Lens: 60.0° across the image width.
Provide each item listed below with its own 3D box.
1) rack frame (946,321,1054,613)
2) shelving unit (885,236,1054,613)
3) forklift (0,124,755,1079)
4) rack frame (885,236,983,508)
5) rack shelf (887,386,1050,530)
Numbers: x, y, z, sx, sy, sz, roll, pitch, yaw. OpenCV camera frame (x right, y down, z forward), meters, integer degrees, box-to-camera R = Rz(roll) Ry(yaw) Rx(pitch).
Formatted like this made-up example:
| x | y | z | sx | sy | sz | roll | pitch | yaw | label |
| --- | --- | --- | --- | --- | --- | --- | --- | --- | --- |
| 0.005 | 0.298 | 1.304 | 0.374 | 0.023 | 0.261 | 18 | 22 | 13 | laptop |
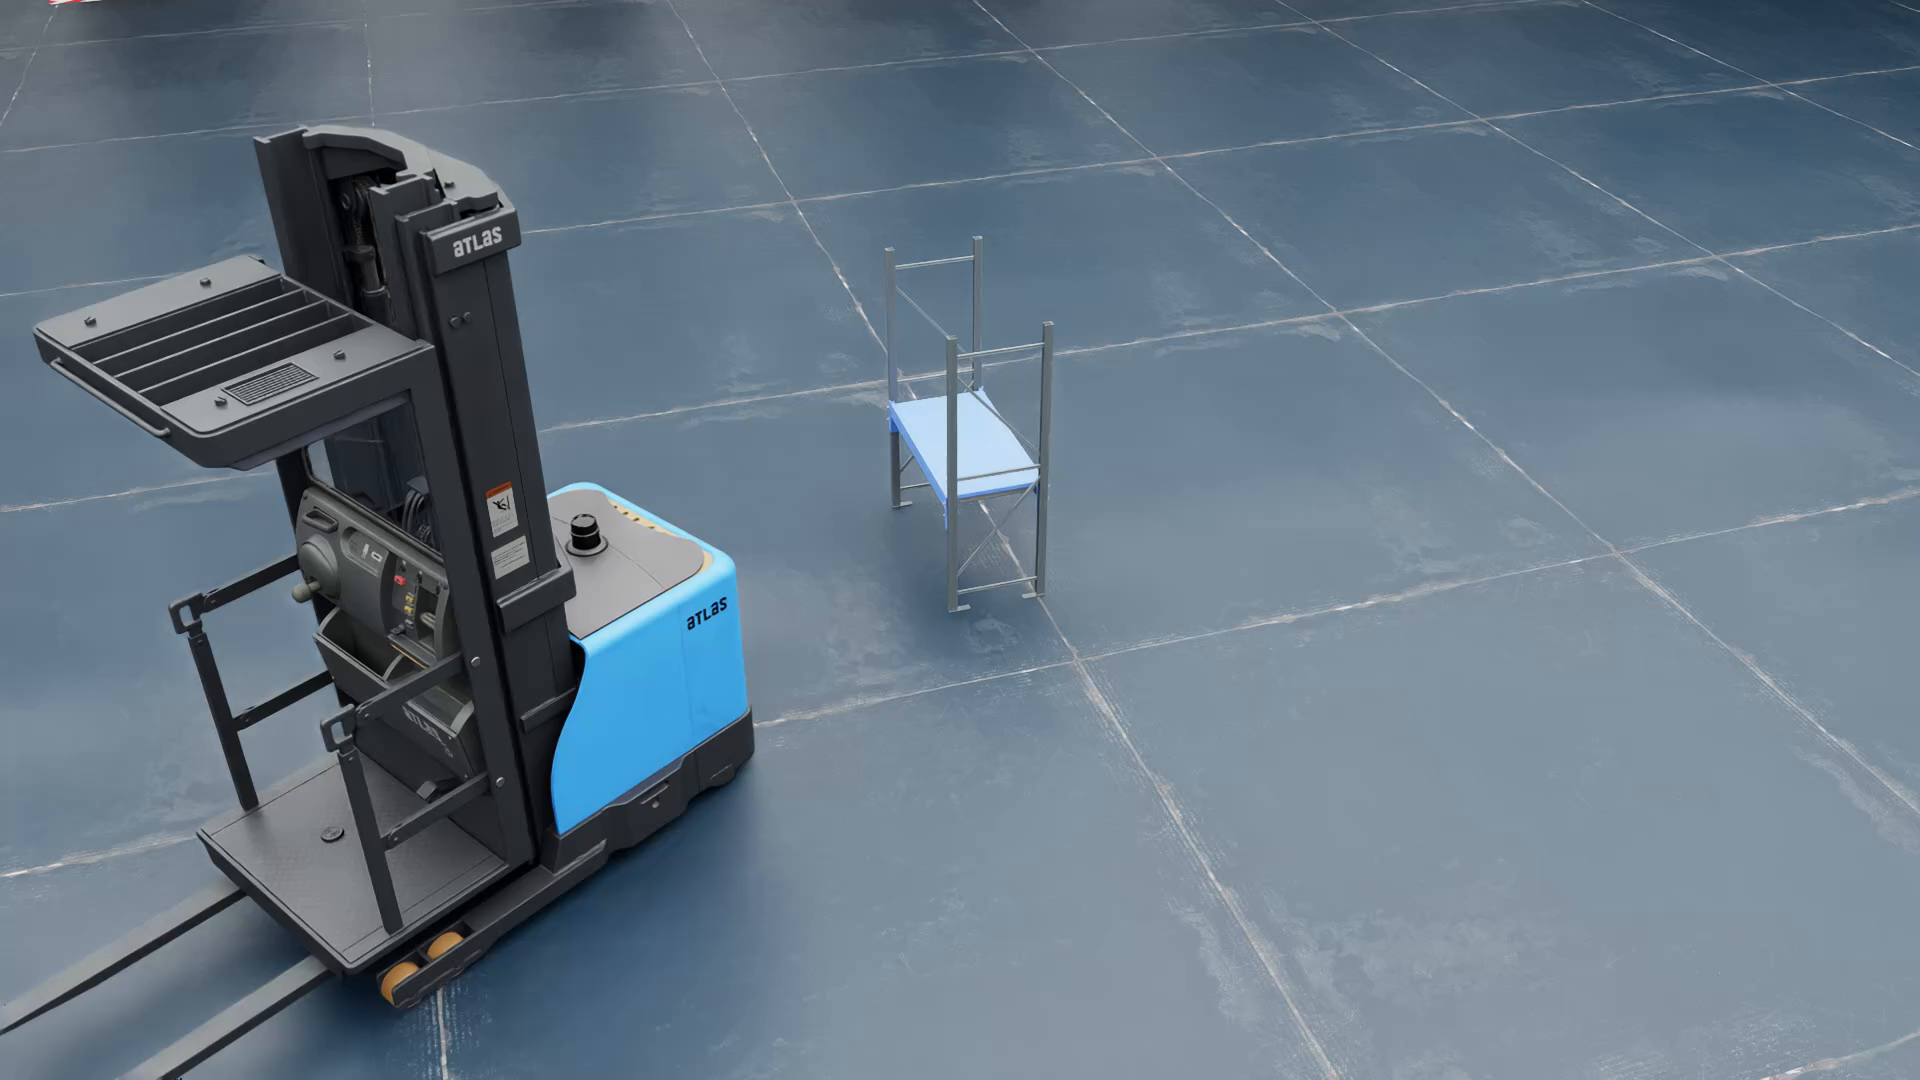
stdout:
| x | y | z | sx | sy | sz | roll | pitch | yaw | label |
| --- | --- | --- | --- | --- | --- | --- | --- | --- | --- |
| 0.181 | -0.314 | 7.865 | 0.500 | 1.500 | 0.032 | -10 | 35 | -15 | rack frame |
| 0.026 | -0.581 | 8.269 | 0.538 | 1.500 | 1.048 | -10 | 35 | -15 | shelving unit |
| -2.236 | 0.187 | 5.808 | 1.130 | 2.935 | 3.031 | 25 | 41 | 33 | forklift |
| -0.129 | -0.848 | 8.673 | 0.500 | 1.500 | 0.032 | -10 | 35 | -15 | rack frame |
| 0.026 | -0.431 | 8.368 | 0.538 | 0.185 | 1.000 | -10 | 35 | -15 | rack shelf |
